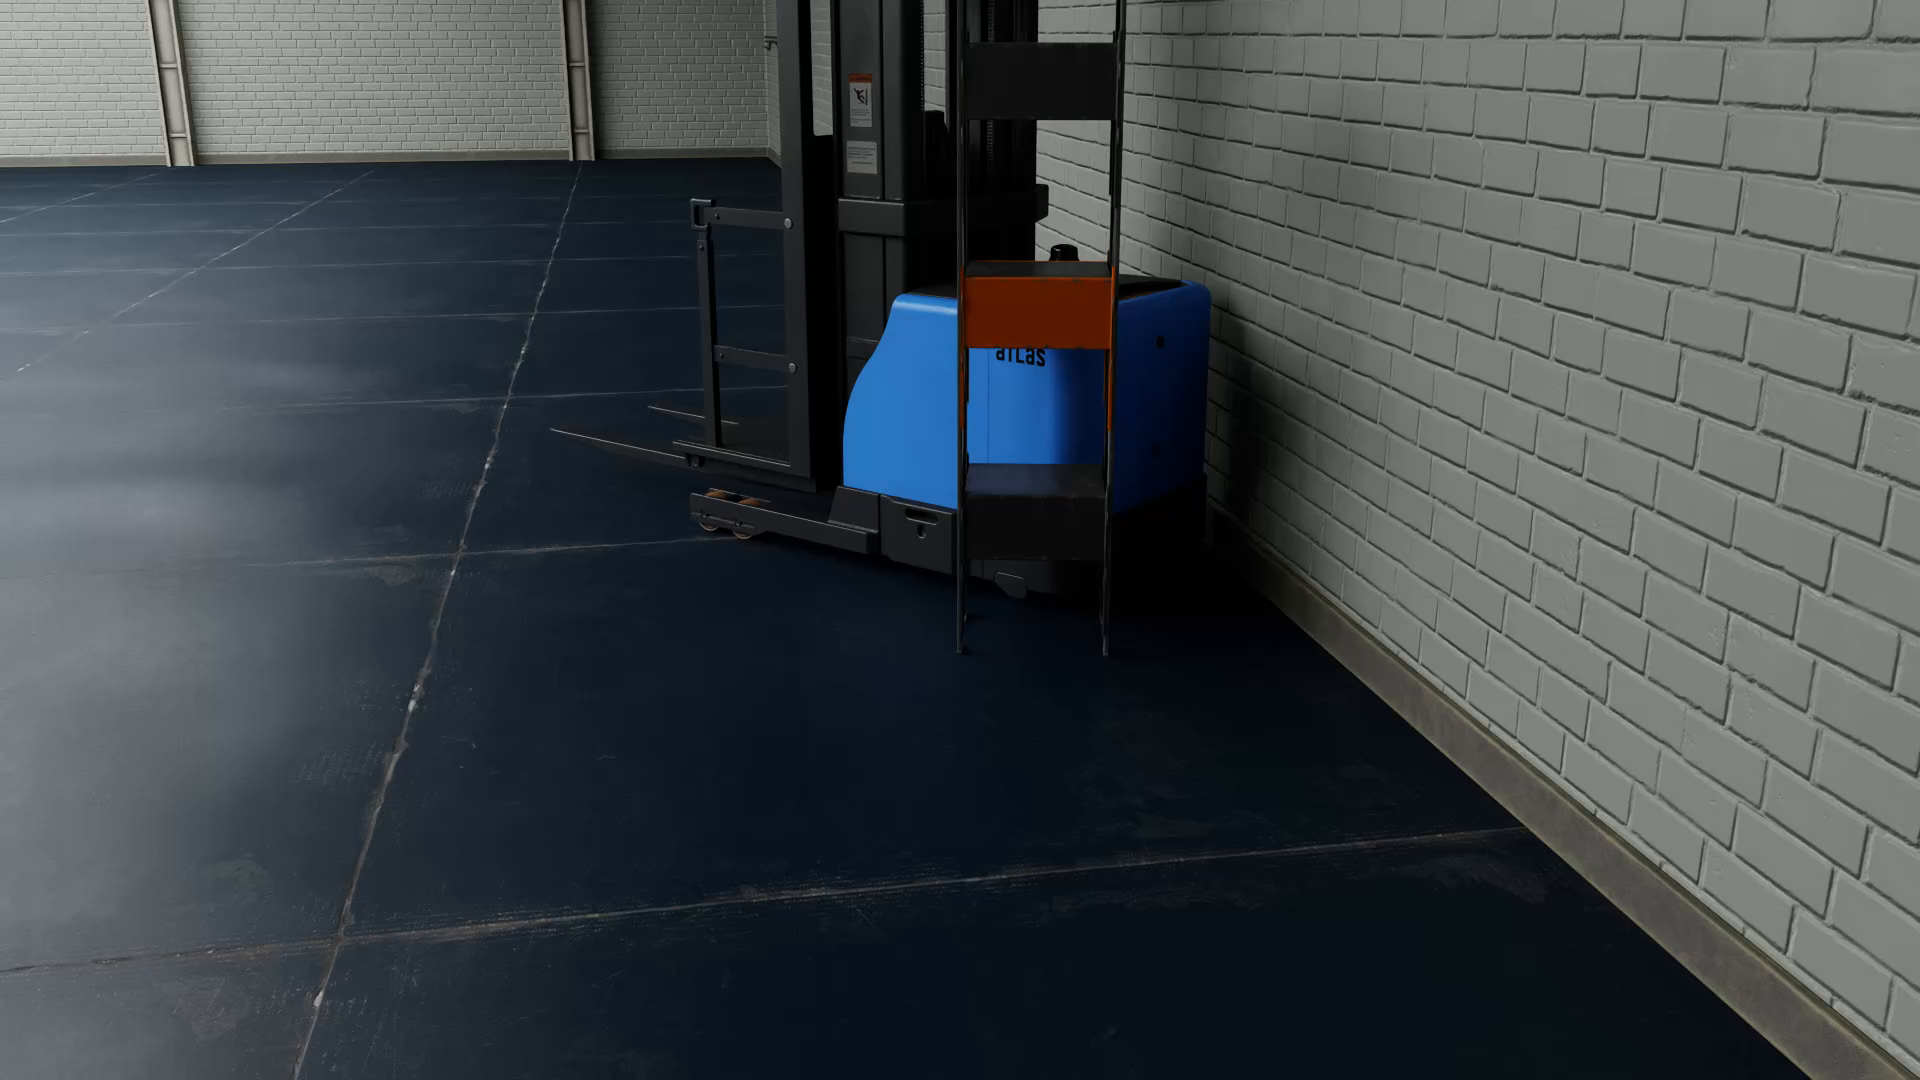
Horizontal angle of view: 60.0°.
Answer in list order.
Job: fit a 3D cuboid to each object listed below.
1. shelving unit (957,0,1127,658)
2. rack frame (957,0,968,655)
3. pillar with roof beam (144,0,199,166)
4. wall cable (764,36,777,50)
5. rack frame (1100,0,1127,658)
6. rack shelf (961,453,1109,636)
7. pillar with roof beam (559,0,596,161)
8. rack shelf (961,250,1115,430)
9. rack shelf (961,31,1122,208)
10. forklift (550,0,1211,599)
[{"bbox_3d":[0.252,-0.674,5.430,0.503,2.100,0.431,1,17,3],"label":"shelving unit"},{"bbox_3d":[0.008,-0.677,5.440,0.015,2.100,0.400,1,17,3],"label":"rack frame"},{"bbox_3d":[-11.120,-8.818,20.193,0.400,9.000,9.100,-3,17,-10],"label":"pillar with roof beam"},{"bbox_3d":[-2.902,-8.691,25.071,0.112,2.526,3.097,-3,17,-10],"label":"wall cable"},{"bbox_3d":[0.496,-0.671,5.419,0.015,2.100,0.400,1,17,3],"label":"rack frame"},{"bbox_3d":[0.252,0.008,5.639,0.480,0.518,0.431,1,17,3],"label":"rack shelf"},{"bbox_3d":[-5.229,-9.152,21.281,0.400,9.000,9.100,-3,17,-10],"label":"pillar with roof beam"},{"bbox_3d":[0.252,-0.661,5.434,0.480,0.518,0.431,1,17,3],"label":"rack shelf"},{"bbox_3d":[0.252,-1.330,5.228,0.480,0.518,0.431,1,17,3],"label":"rack shelf"},{"bbox_3d":[-0.502,-1.513,6.746,3.031,2.935,1.130,13,21,35],"label":"forklift"}]
